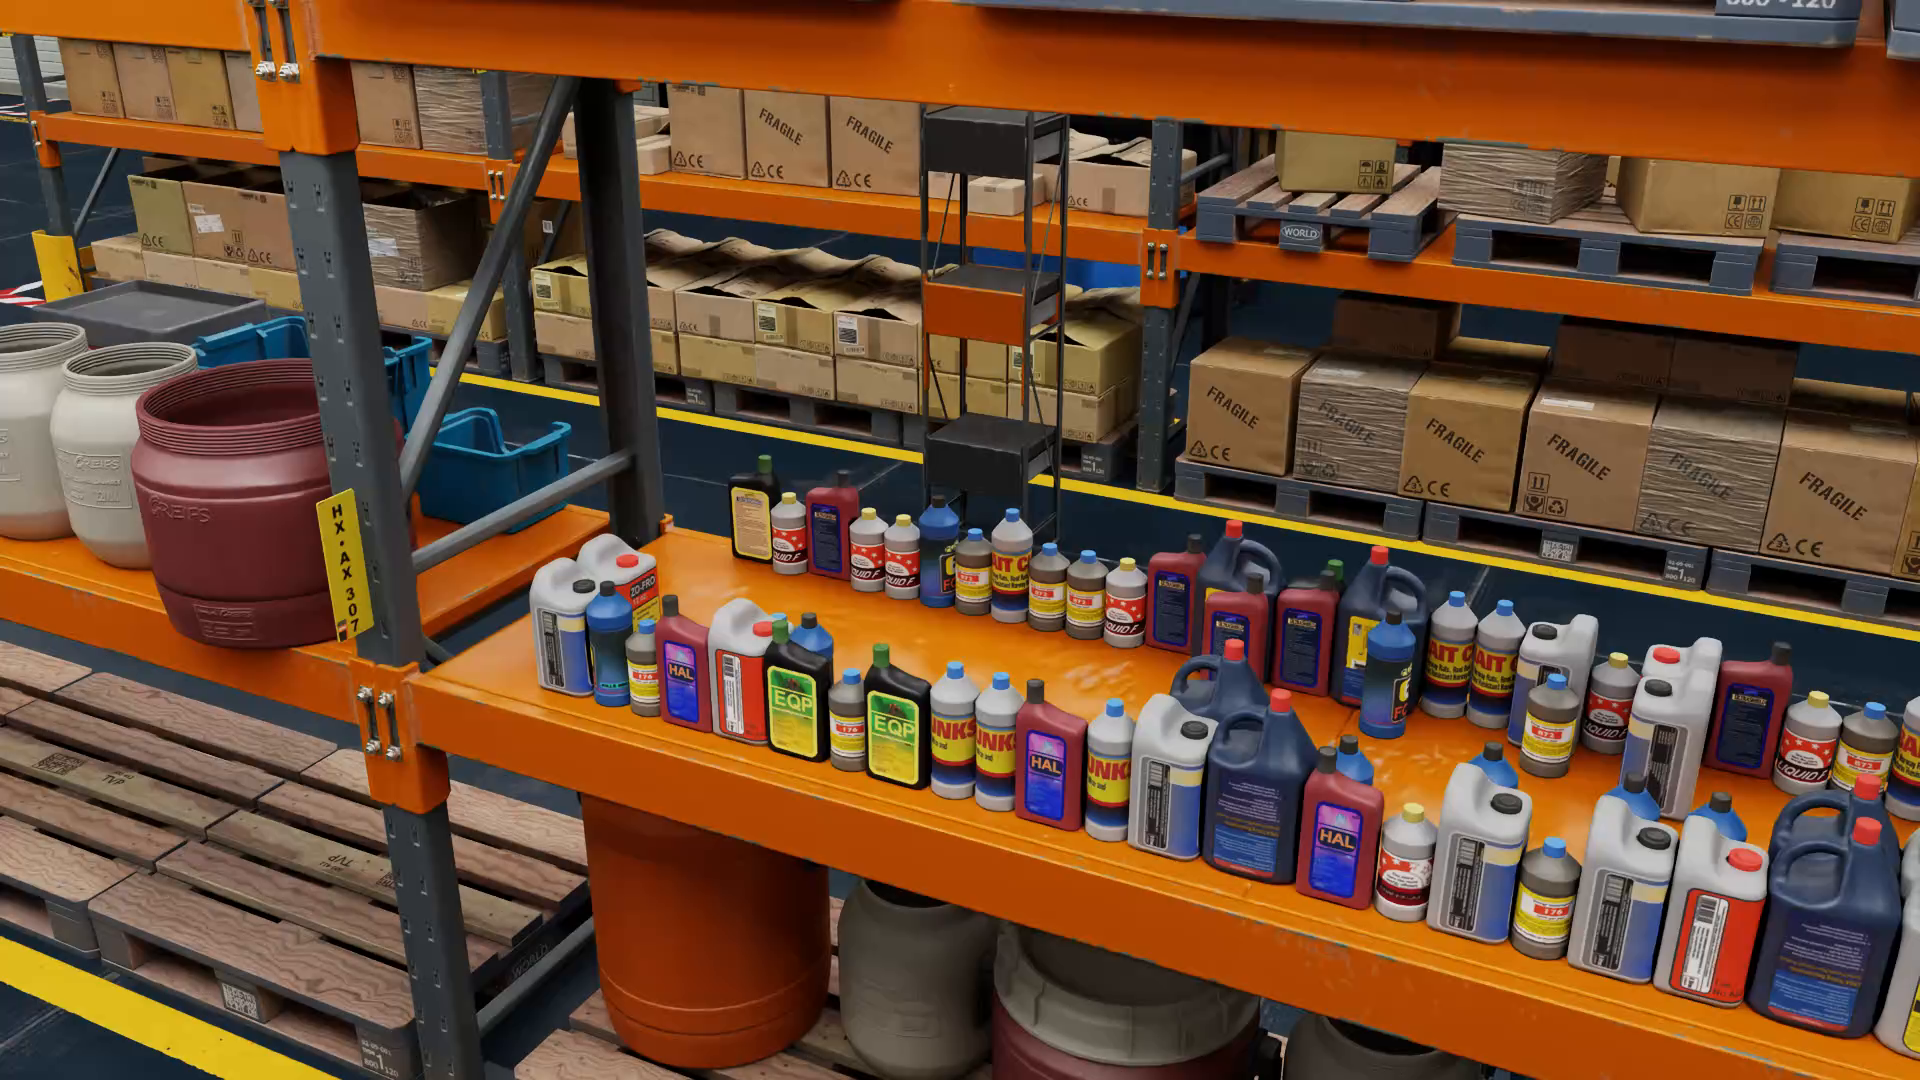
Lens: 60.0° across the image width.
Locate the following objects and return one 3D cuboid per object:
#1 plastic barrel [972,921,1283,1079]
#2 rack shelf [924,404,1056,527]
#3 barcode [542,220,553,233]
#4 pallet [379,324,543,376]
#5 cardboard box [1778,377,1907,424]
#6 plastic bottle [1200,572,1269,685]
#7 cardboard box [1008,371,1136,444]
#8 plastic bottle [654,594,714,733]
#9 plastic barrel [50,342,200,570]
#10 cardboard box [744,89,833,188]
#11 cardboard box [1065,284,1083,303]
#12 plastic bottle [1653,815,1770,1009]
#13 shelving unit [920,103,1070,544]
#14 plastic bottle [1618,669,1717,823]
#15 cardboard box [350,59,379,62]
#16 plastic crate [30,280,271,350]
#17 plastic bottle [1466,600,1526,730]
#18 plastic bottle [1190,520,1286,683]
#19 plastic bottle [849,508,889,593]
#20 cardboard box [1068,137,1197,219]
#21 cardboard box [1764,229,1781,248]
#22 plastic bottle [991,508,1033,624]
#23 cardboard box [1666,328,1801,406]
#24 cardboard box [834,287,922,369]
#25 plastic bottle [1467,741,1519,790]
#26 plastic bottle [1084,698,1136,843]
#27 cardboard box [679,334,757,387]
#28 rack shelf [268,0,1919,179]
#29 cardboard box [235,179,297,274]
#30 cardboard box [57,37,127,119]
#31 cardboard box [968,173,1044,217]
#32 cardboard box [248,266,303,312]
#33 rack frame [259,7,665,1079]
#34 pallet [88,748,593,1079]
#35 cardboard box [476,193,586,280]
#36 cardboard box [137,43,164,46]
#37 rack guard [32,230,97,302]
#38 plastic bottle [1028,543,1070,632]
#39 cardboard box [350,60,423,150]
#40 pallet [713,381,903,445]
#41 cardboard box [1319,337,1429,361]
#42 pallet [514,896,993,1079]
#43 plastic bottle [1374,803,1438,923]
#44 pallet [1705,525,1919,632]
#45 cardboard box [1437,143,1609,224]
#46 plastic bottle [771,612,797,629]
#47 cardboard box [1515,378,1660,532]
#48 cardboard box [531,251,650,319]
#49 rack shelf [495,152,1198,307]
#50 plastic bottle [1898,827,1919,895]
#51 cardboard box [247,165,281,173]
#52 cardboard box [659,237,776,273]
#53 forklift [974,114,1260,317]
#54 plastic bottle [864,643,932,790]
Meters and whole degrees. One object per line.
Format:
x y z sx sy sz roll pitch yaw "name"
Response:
0.374 1.135 3.794 0.708 0.588 0.600 11 25 25 "plastic barrel"
0.148 -0.280 7.550 0.480 0.518 0.431 11 25 25 "rack shelf"
-2.370 -1.801 9.557 0.075 0.075 0.001 11 25 25 "barcode"
-3.101 -1.369 10.700 1.213 0.211 1.003 11 25 25 "pallet"
3.927 -0.398 7.484 0.500 0.500 0.500 12 26 25 "cardboard box"
0.595 0.199 3.598 0.133 0.283 0.061 11 25 25 "plastic bottle"
0.580 -0.727 8.603 0.500 0.250 0.500 12 26 26 "cardboard box"
-0.565 0.255 3.466 0.133 0.283 0.061 11 25 25 "plastic bottle"
-2.093 -0.220 4.292 0.421 0.512 0.421 0 23 0 "plastic barrel"
-0.815 -2.220 9.011 0.500 0.500 0.500 11 25 25 "cardboard box"
0.352 -1.262 9.144 0.500 0.311 0.500 11 25 23 "cardboard box"
1.217 0.592 2.685 0.135 0.276 0.152 11 25 25 "plastic bottle"
0.148 -0.937 7.270 0.503 2.100 0.431 11 25 25 "shelving unit"
1.355 0.377 3.190 0.135 0.276 0.152 11 25 25 "plastic bottle"
-3.439 -2.951 9.899 0.250 0.149 0.380 11 25 24 "cardboard box"
-2.383 -0.483 4.972 0.583 0.464 0.402 11 25 25 "plastic crate"
1.126 0.255 3.483 0.097 0.271 0.097 0 23 0 "plastic bottle"
0.618 0.128 3.679 0.185 0.351 0.144 11 25 25 "plastic bottle"
-0.224 0.020 4.125 0.097 0.201 0.097 0 23 0 "plastic bottle"
0.855 -1.829 8.333 0.500 0.311 0.500 13 26 28 "cardboard box"
5.528 -2.245 11.406 0.750 0.750 0.750 12 26 26 "cardboard box"
0.123 0.056 3.949 0.097 0.271 0.097 0 23 0 "plastic bottle"
3.515 -0.829 7.540 0.500 0.250 0.500 11 26 25 "cardboard box"
-0.335 -1.163 8.912 0.500 0.311 0.500 11 25 24 "cardboard box"
0.930 0.482 2.948 0.097 0.271 0.097 0 23 0 "plastic bottle"
0.284 0.421 3.092 0.097 0.271 0.097 0 23 0 "plastic bottle"
-1.243 -1.086 9.448 0.500 0.250 0.500 10 25 23 "cardboard box"
0.706 -0.758 2.785 4.000 0.370 1.077 11 25 25 "rack shelf"
-4.264 -2.038 10.729 0.500 0.500 0.500 11 25 25 "cardboard box"
-5.569 -3.163 11.226 0.500 0.500 0.700 11 25 25 "cardboard box"
0.232 -1.738 8.324 0.250 0.149 0.380 11 25 25 "cardboard box"
-4.264 -1.694 10.877 0.500 0.250 0.500 11 25 25 "cardboard box"
-1.079 -0.062 4.062 0.127 3.000 1.000 11 25 25 "rack frame"
-1.752 1.071 4.961 1.213 0.211 1.003 11 25 25 "pallet"
-2.683 -1.962 10.548 0.500 0.500 0.500 11 25 25 "cardboard box"
-5.044 -3.268 10.645 0.250 0.149 0.380 11 25 24 "cardboard box"
-6.001 -2.058 11.949 0.348 0.500 1.175 11 25 25 "rack guard"
0.210 0.106 3.923 0.097 0.201 0.097 0 23 0 "plastic bottle"
-3.282 -2.710 10.162 0.500 0.500 0.700 11 25 24 "cardboard box"
-0.642 -0.883 9.556 1.213 0.211 1.003 11 25 25 "pallet"
2.100 -0.760 8.336 0.500 0.500 0.500 12 26 27 "cardboard box"
-0.356 1.346 4.315 1.213 0.211 1.003 11 25 25 "pallet"
0.775 0.550 2.877 0.097 0.201 0.097 0 23 0 "plastic bottle"
3.986 0.068 7.320 1.213 0.211 1.003 11 25 25 "pallet"
2.503 -1.730 7.321 0.500 0.500 0.700 17 28 34 "cardboard box"
-0.386 0.254 3.574 0.097 0.201 0.097 0 23 0 "plastic bottle"
2.820 -0.392 7.470 0.500 0.500 0.500 10 25 23 "cardboard box"
-2.154 -1.523 9.759 0.500 0.311 0.500 11 26 25 "cardboard box"
-0.625 -1.813 9.100 4.000 0.370 1.077 11 25 25 "rack shelf"
1.588 0.569 2.642 0.185 0.351 0.144 11 25 25 "plastic bottle"
-4.468 -2.314 11.378 0.500 0.500 0.500 11 25 25 "cardboard box"
-1.452 -1.622 9.992 0.500 0.311 0.500 12 26 26 "cardboard box"
1.457 -3.087 11.265 1.130 2.935 3.031 21 31 40 "forklift"
-0.120 0.343 3.259 0.133 0.283 0.061 11 25 25 "plastic bottle"
